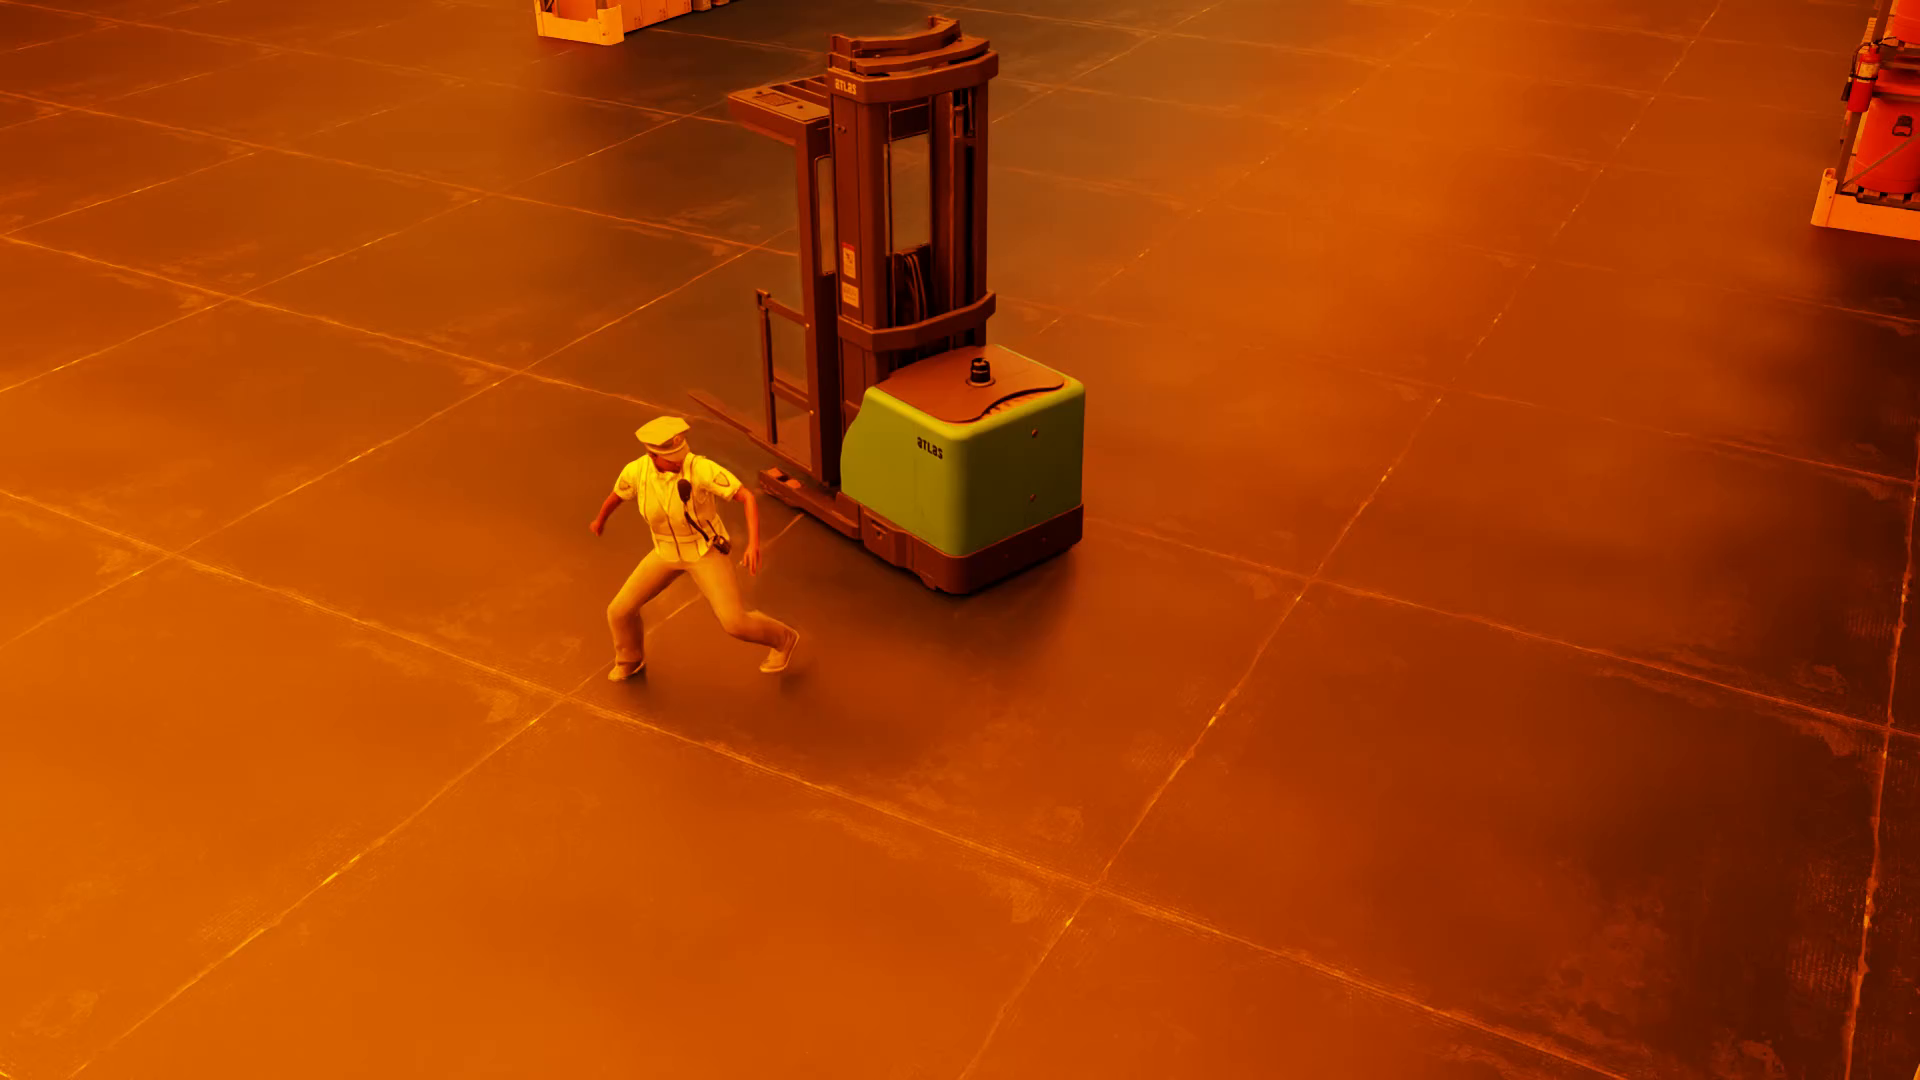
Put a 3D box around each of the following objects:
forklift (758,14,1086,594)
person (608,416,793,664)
[{"bbox_3d":[-0.616,-1.625,9.886,1.130,2.935,3.031,-23,37,-35],"label":"forklift"},{"bbox_3d":[-1.350,0.042,8.361,0.901,1.428,0.463,9,31,15],"label":"person"}]
